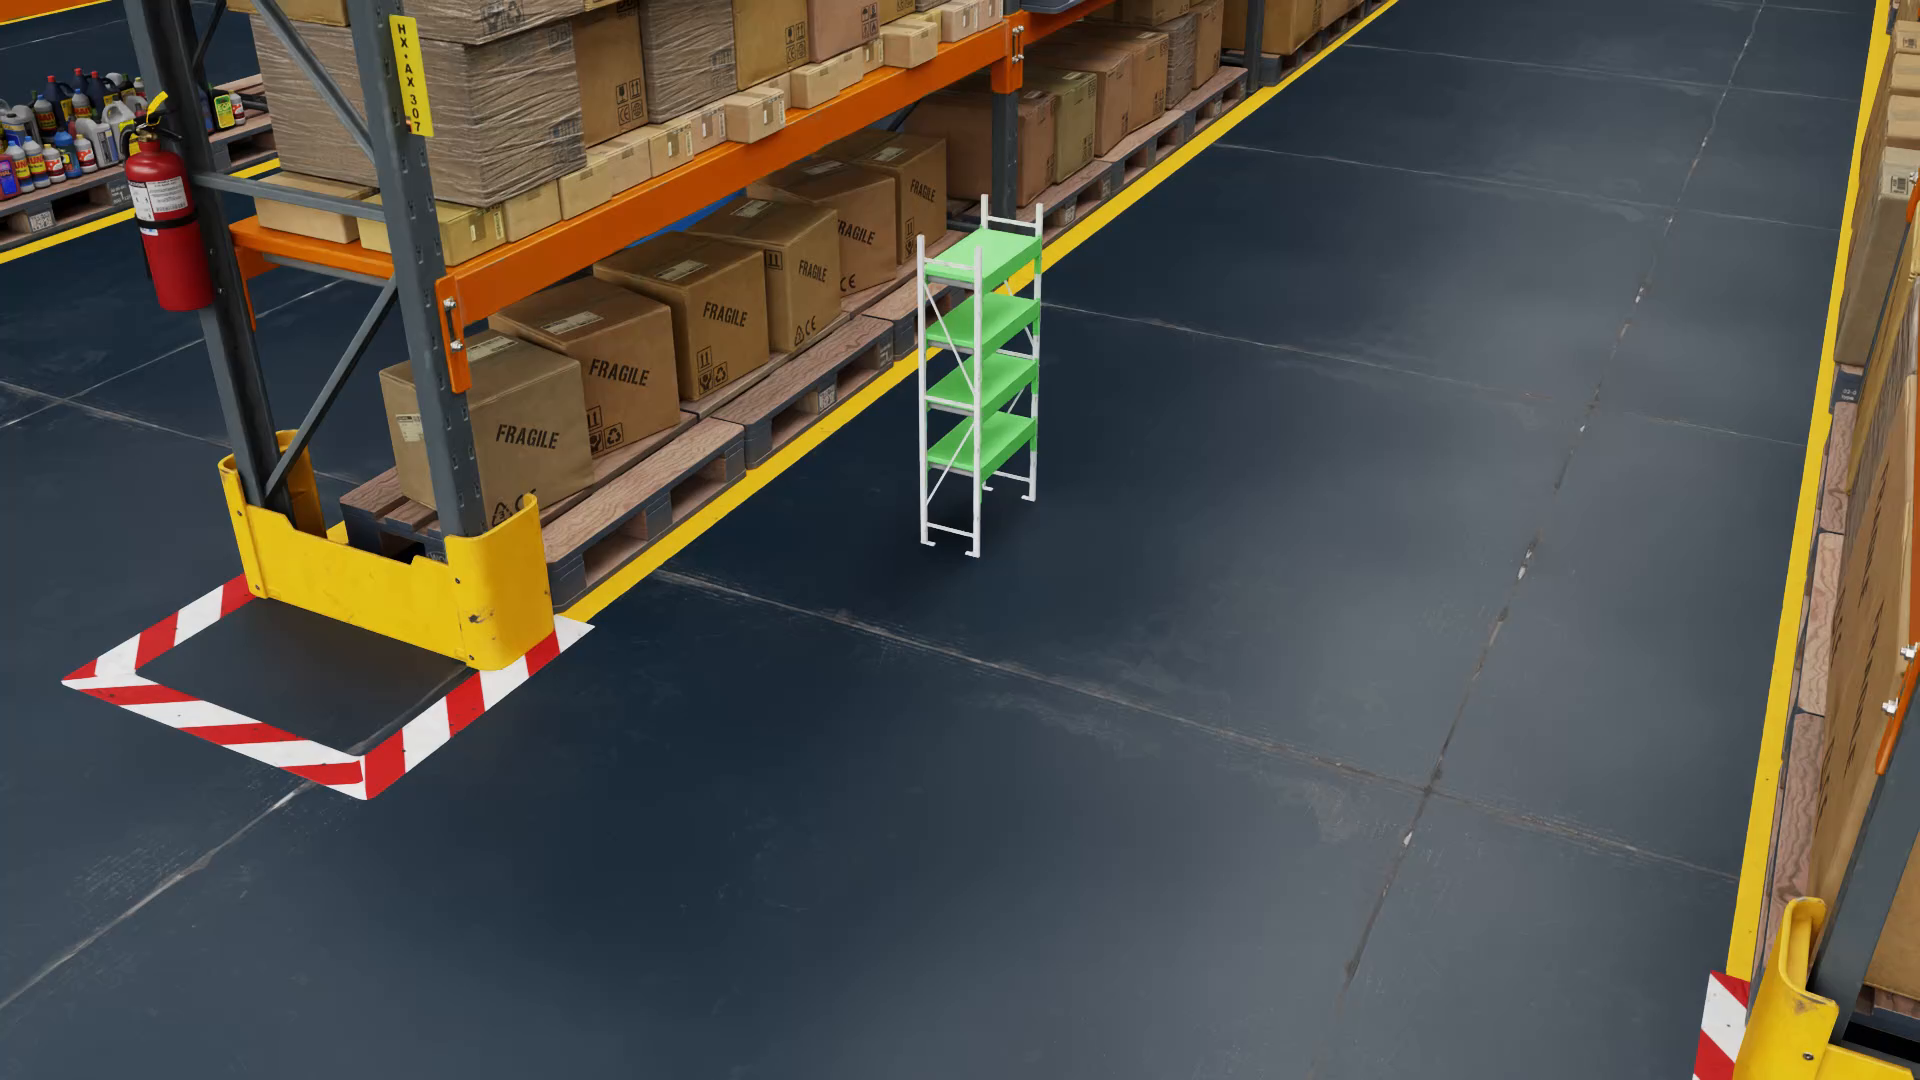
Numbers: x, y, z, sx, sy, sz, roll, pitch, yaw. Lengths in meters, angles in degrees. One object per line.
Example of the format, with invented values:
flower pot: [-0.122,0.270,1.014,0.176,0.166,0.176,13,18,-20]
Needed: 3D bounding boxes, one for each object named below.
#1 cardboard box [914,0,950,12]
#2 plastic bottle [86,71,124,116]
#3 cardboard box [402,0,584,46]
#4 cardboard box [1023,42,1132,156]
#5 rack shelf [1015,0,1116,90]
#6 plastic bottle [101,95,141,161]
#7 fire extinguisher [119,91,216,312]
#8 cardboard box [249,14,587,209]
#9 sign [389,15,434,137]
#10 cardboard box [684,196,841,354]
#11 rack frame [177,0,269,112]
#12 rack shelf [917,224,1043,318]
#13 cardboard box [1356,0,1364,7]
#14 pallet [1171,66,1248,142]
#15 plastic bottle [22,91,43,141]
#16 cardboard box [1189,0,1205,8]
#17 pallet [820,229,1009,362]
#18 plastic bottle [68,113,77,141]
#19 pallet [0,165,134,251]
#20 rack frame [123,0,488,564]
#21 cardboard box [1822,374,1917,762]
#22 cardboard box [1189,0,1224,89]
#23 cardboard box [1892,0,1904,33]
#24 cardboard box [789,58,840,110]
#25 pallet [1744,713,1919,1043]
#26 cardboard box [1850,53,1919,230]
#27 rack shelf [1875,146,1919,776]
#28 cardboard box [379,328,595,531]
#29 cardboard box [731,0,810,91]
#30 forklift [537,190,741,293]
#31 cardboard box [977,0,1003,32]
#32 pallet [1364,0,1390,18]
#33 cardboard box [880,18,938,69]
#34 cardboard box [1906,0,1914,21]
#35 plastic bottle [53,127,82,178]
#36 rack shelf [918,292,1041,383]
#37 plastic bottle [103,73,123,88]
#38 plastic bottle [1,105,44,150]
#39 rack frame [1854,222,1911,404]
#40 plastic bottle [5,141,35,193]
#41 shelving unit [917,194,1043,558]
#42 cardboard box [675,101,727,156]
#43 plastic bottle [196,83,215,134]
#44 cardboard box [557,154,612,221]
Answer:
cardboard box: [-0.441,-2.791,7.699,0.875,0.500,0.500,14,33,23]
plastic bottle: [-5.199,-2.673,10.112,0.144,0.351,0.185,14,33,23]
cardboard box: [-1.510,-1.819,5.002,0.500,0.500,0.500,14,33,23]
cardboard box: [0.606,-2.634,9.892,0.700,0.500,0.500,11,32,19]
rack shelf: [0.730,-3.379,9.844,1.077,0.370,4.000,14,33,23]
plastic bottle: [-4.862,-2.391,9.619,0.144,0.351,0.185,14,33,23]
fire extinguisher: [-2.466,-1.051,5.146,0.296,0.674,0.183,14,33,23]
cardboard box: [-1.729,-1.441,5.348,0.875,0.500,0.500,14,33,23]
sign: [-1.520,-1.283,4.603,0.100,0.325,0.005,14,33,23]
cardboard box: [-0.866,-1.185,7.391,0.500,0.500,0.500,11,32,19]
rack frame: [-4.591,-3.928,10.078,1.000,3.000,0.127,14,33,23]
rack shelf: [0.075,-0.955,5.872,0.258,0.148,0.480,14,33,23]
cardboard box: [2.783,-4.927,13.529,1.225,0.875,0.875,13,32,22]
pallet: [1.284,-3.022,11.301,1.003,0.211,1.213,14,33,23]
plastic bottle: [-5.526,-2.530,9.929,0.061,0.283,0.133,16,33,25]
cardboard box: [1.362,-3.706,11.006,0.500,0.250,0.500,16,33,25]
pallet: [-0.456,-1.289,8.283,1.003,0.211,1.213,14,33,23]
plastic bottle: [-5.035,-2.314,9.554,0.061,0.283,0.133,14,33,23]
pallet: [-5.488,-1.887,9.325,1.003,0.211,1.213,14,33,23]
rack frame: [-2.004,-1.031,5.033,1.000,3.000,0.127,14,33,23]
cardboard box: [3.015,0.172,4.650,0.875,0.875,0.875,14,33,23]
cardboard box: [1.353,-3.383,11.197,0.700,0.500,0.500,13,32,21]
cardboard box: [7.260,-4.011,12.312,0.500,0.500,0.500,16,33,25]
cardboard box: [-0.714,-1.872,6.749,0.380,0.149,0.250,14,33,23]
pallet: [2.660,0.976,4.338,1.003,0.211,1.213,14,33,23]
cardboard box: [5.257,-1.976,8.516,1.050,0.750,0.750,15,33,24]
rack shelf: [3.277,-0.436,4.719,1.077,0.370,4.000,14,33,23]
cardboard box: [-1.704,-0.402,6.027,0.500,0.500,0.500,21,36,32]
cardboard box: [-1.103,-2.121,6.532,0.875,0.500,0.500,14,33,23]
forklift: [-1.929,-3.154,8.799,1.130,2.935,3.031,-7,31,-13]
cardboard box: [-0.018,-2.533,7.902,0.380,0.149,0.250,14,33,23]
pallet: [3.179,-4.782,14.366,1.003,0.211,1.213,14,33,23]
cardboard box: [-0.322,-2.191,7.306,0.380,0.149,0.250,14,33,23]
cardboard box: [6.309,-3.420,10.528,0.500,0.250,0.500,15,33,24]
plastic bottle: [-5.015,-2.181,9.334,0.097,0.271,0.097,0,30,0]
rack shelf: [0.075,-0.746,5.991,0.258,0.148,0.480,14,33,23]
plastic bottle: [-5.249,-2.746,10.313,0.152,0.276,0.135,16,33,25]
plastic bottle: [-5.464,-2.379,9.674,0.152,0.276,0.135,14,33,23]
rack frame: [4.188,-1.634,6.084,1.000,3.000,0.127,14,33,23]
plastic bottle: [-5.153,-2.047,9.101,0.097,0.271,0.097,0,30,0]
shelving unit: [0.075,-0.594,6.079,0.258,1.200,0.503,14,33,23]
cardboard box: [-1.098,-1.550,6.189,0.380,0.149,0.250,14,33,23]
plastic bottle: [-4.627,-2.619,10.017,0.144,0.351,0.185,13,32,22]
cardboard box: [-1.403,-1.208,5.594,0.380,0.149,0.250,14,33,23]
